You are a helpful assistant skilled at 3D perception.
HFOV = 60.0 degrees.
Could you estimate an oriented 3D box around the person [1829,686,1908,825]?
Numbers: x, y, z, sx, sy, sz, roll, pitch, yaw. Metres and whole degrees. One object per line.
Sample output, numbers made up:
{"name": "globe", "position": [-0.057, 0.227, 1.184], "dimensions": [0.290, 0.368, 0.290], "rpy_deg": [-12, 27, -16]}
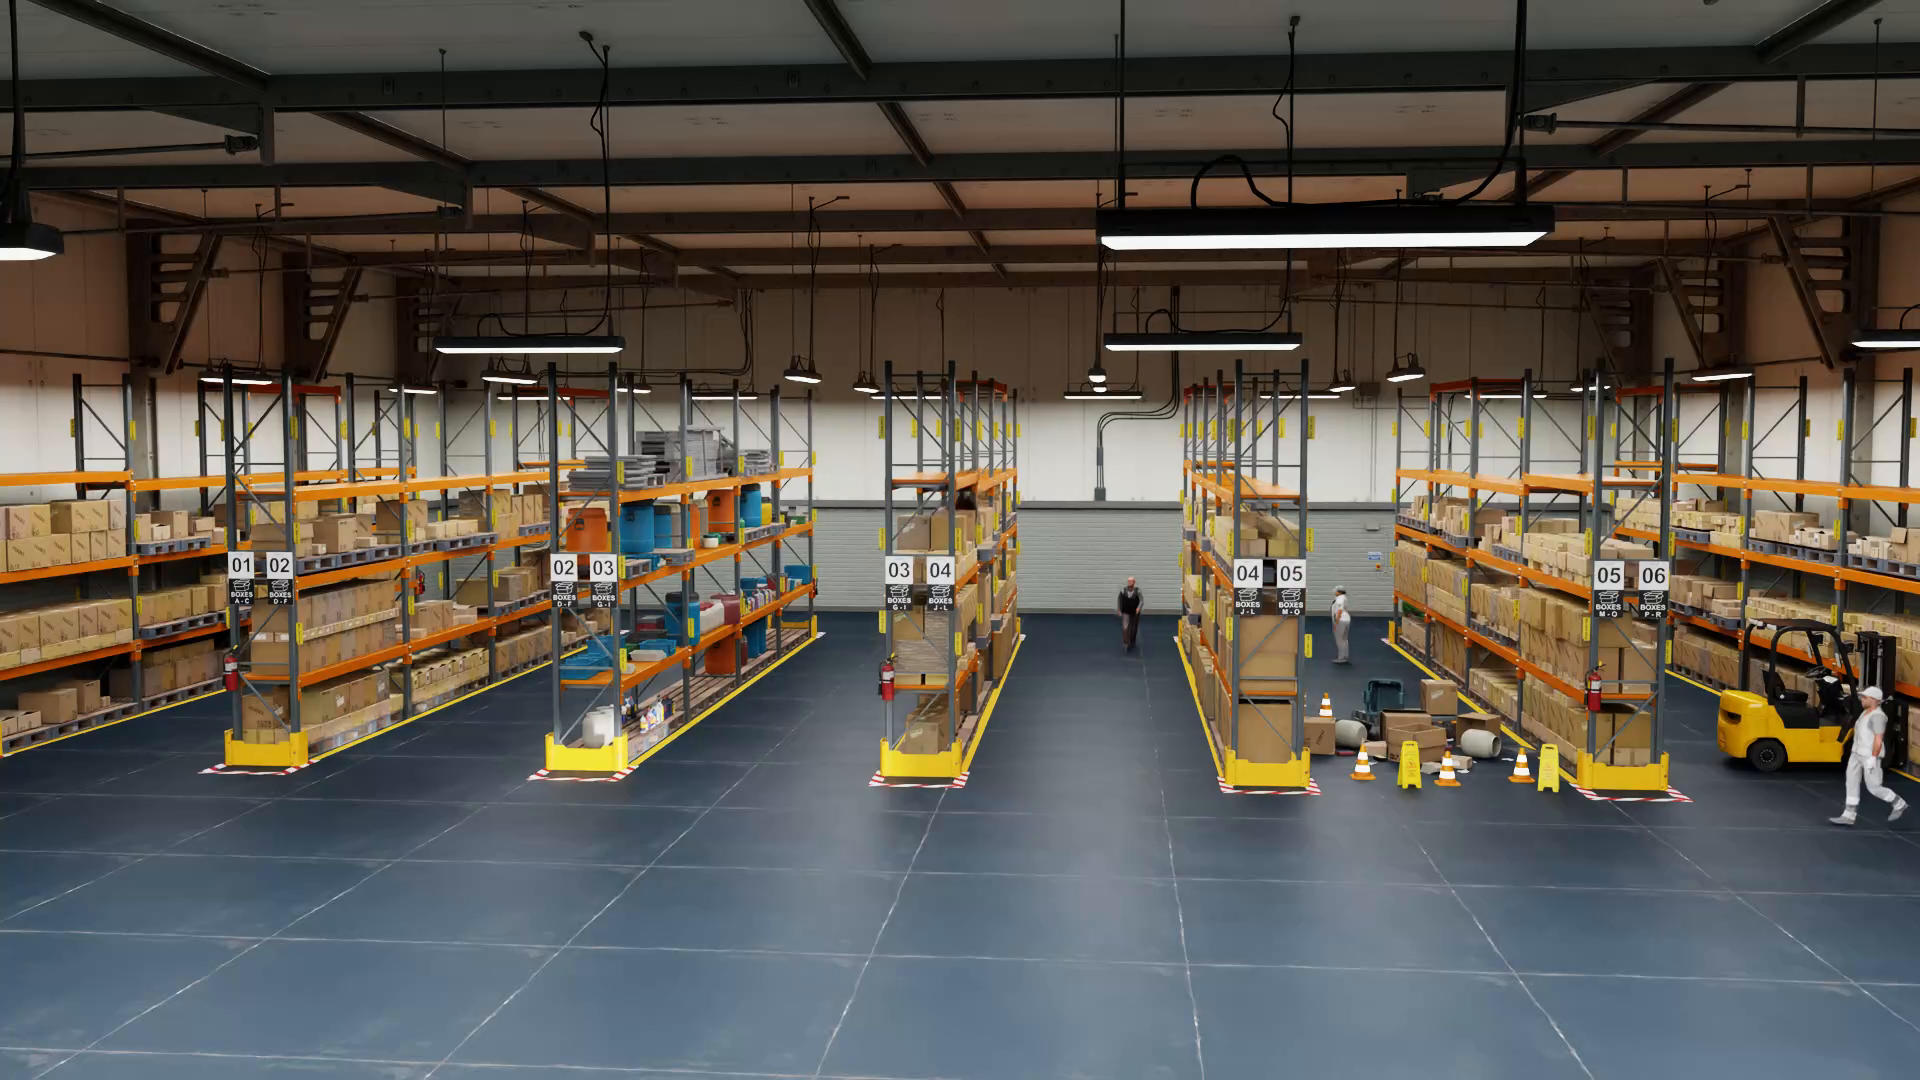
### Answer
{"name": "person", "position": [11.527, 2.738, 21.029], "dimensions": [0.899, 1.775, 0.524], "rpy_deg": [-1, 4, -9]}

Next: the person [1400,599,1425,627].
{"name": "person", "position": [11.403, 1.344, 41.936], "dimensions": [0.581, 1.771, 0.529], "rpy_deg": [-1, 4, -13]}

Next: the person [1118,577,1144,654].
{"name": "person", "position": [3.873, 1.698, 37.745], "dimensions": [0.597, 1.726, 0.940], "rpy_deg": [0, 4, 6]}

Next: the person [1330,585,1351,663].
{"name": "person", "position": [8.227, 1.817, 35.947], "dimensions": [0.408, 1.682, 0.565], "rpy_deg": [2, 4, 26]}
